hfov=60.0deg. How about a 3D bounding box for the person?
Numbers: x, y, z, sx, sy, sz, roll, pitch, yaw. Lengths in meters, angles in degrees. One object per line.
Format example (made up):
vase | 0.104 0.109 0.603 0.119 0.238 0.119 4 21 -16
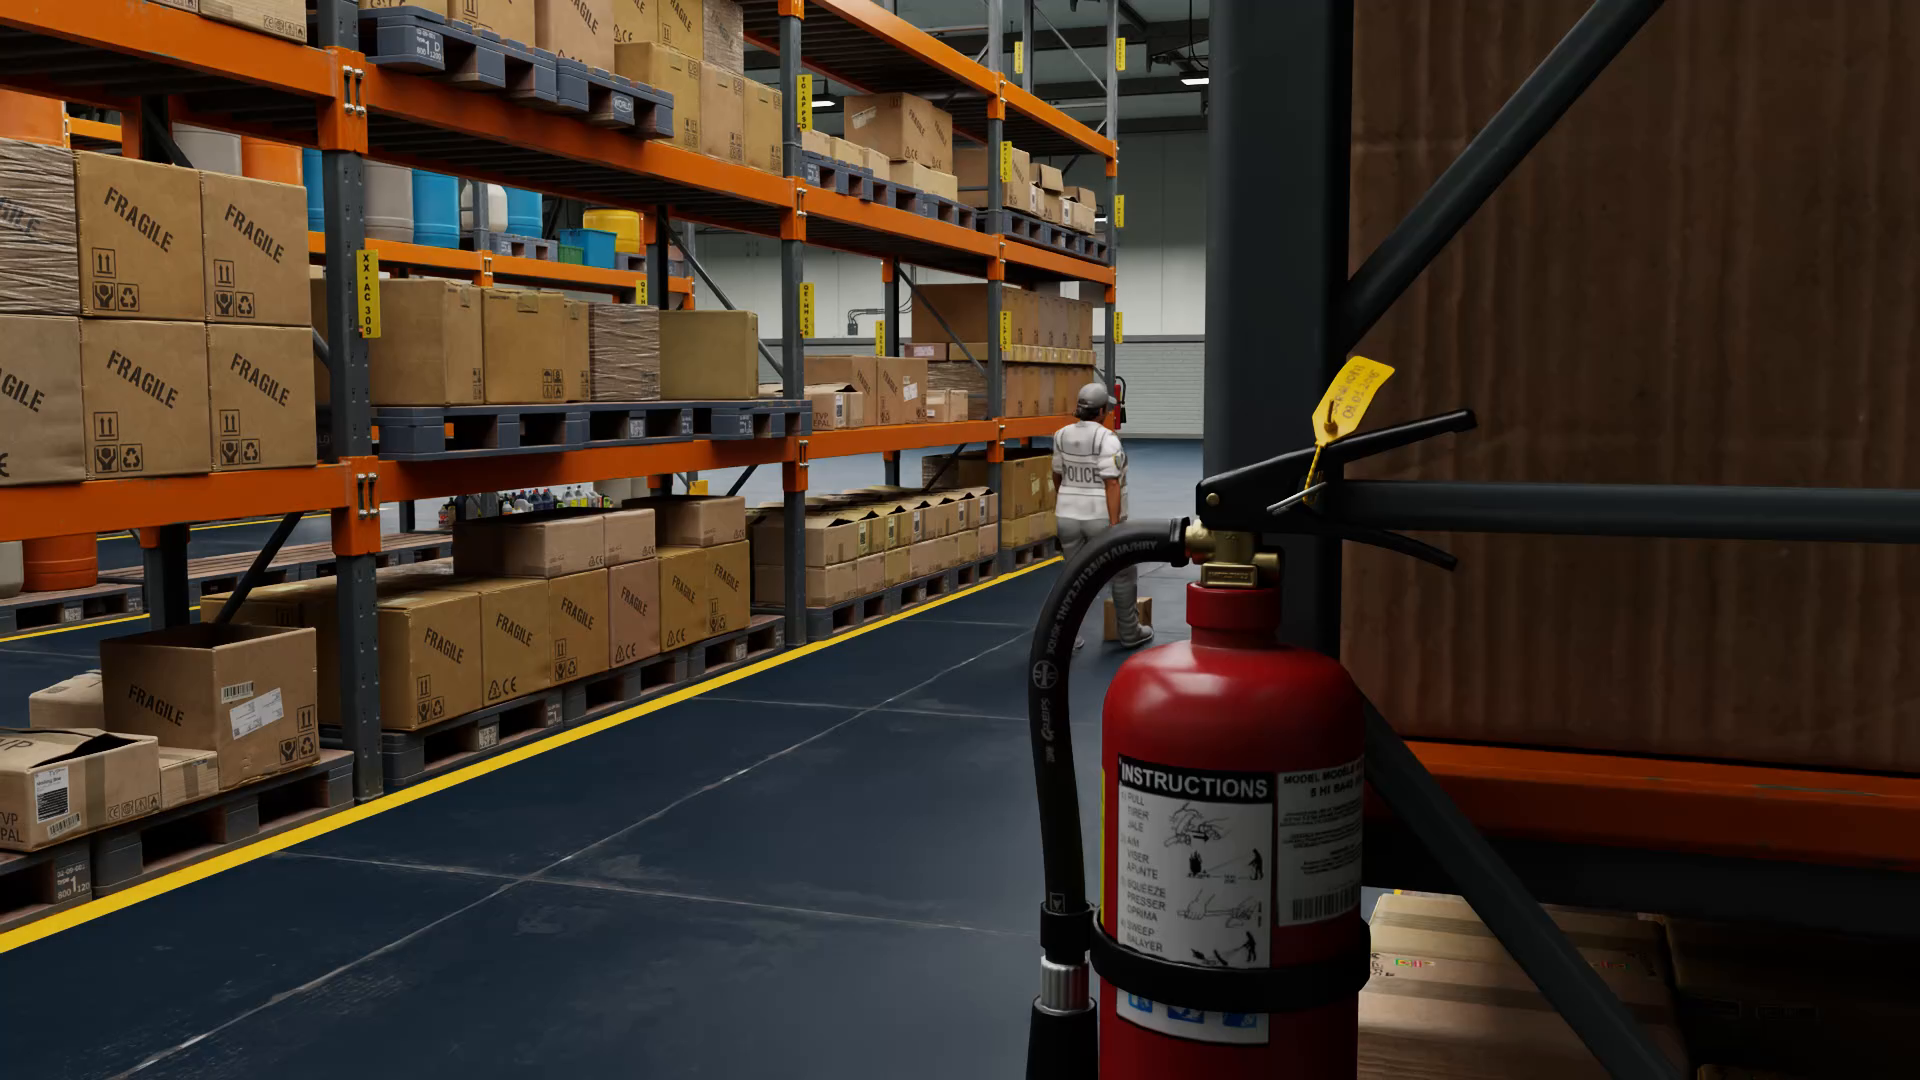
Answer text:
person | 0.847 -0.138 9.916 0.524 1.594 0.889 4 6 35
